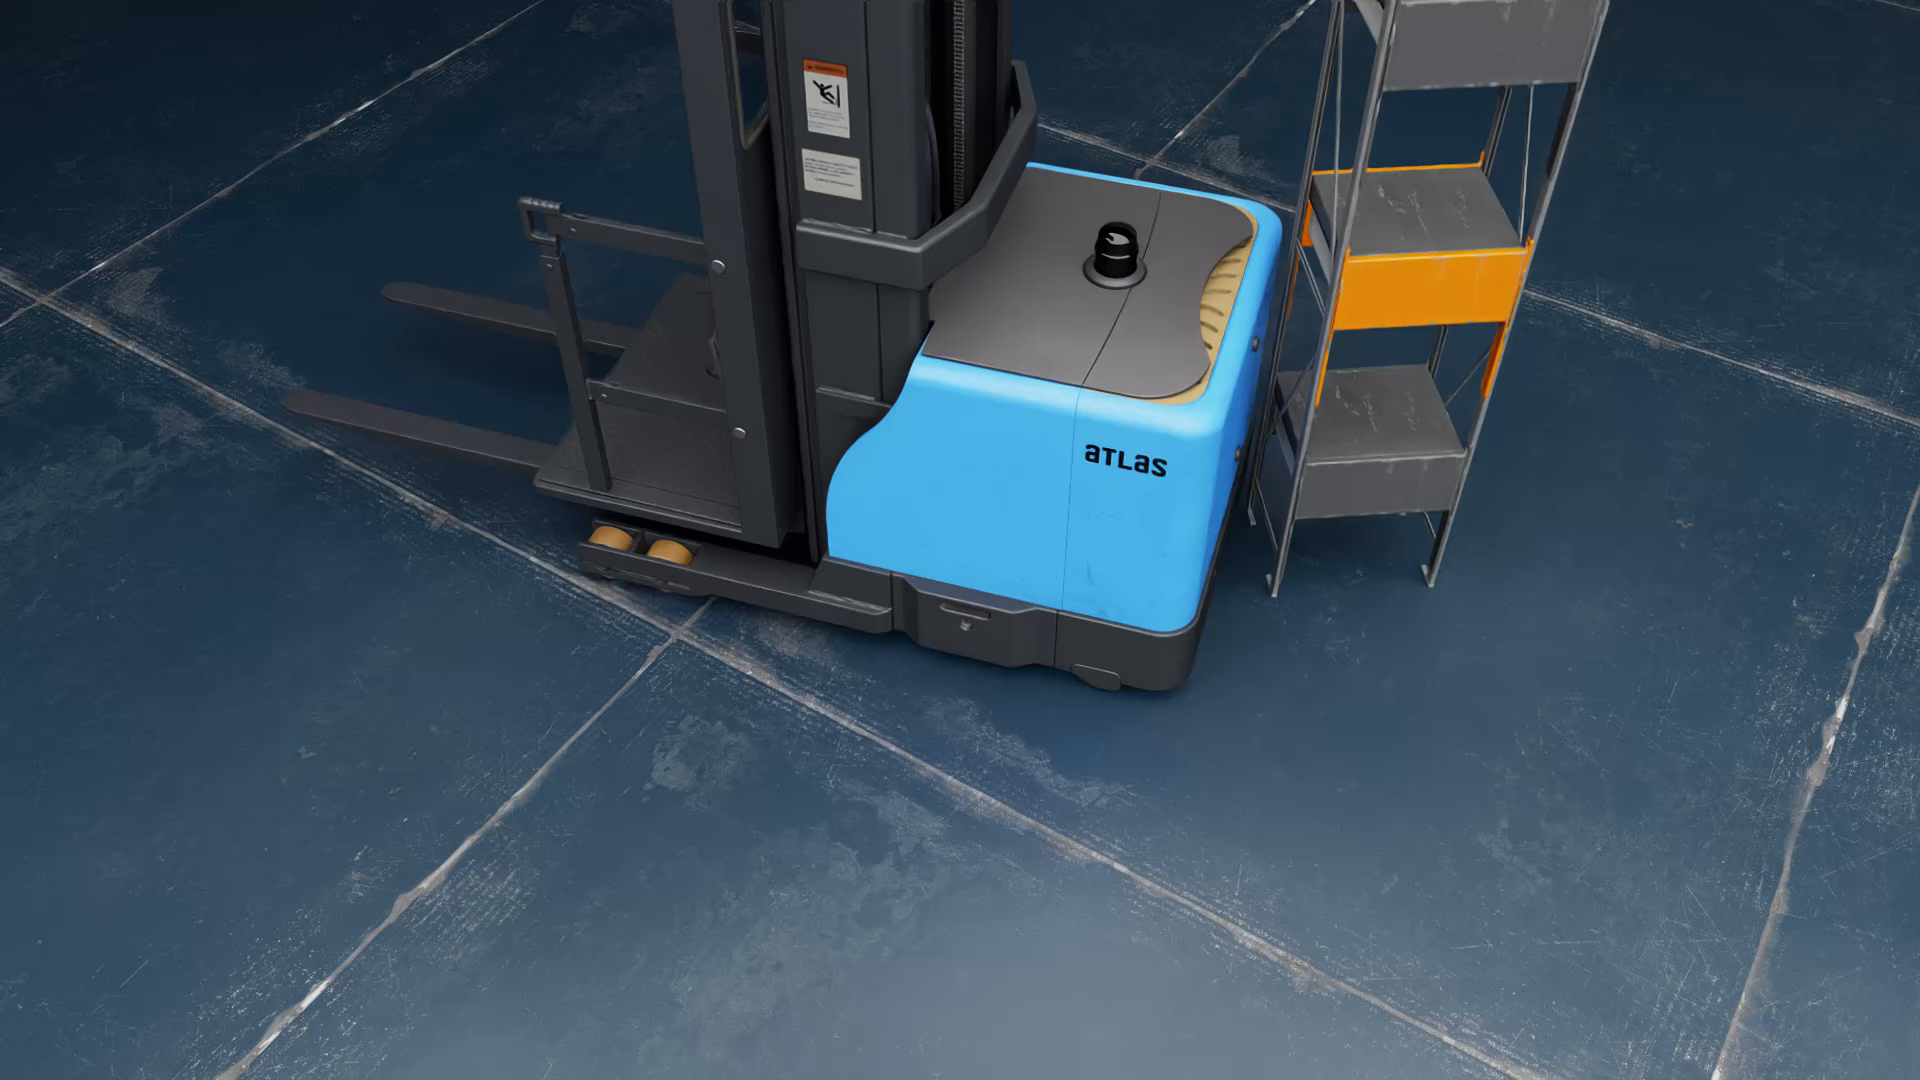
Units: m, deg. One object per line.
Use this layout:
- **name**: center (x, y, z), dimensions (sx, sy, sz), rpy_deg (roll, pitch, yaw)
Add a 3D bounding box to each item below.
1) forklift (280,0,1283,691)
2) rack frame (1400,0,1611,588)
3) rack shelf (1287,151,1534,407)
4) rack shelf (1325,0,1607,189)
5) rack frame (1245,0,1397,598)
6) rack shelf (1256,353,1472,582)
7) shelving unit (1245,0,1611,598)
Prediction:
- **forklift**: center (-0.654, -1.207, 4.379), dimensions (3.031, 2.935, 1.130), rpy_deg (13, 47, 12)
- **rack frame**: center (1.429, -0.727, 4.491), dimensions (0.015, 2.100, 0.400), rpy_deg (-3, 46, -3)
- **rack shelf**: center (1.186, -0.702, 4.487), dimensions (0.480, 0.518, 0.431), rpy_deg (-3, 46, -3)
- **rack shelf**: center (1.186, -1.189, 3.984), dimensions (0.480, 0.518, 0.431), rpy_deg (-3, 46, -3)
- **rack frame**: center (0.942, -0.697, 4.463), dimensions (0.015, 2.100, 0.400), rpy_deg (-3, 46, -3)
- **rack shelf**: center (1.186, -0.215, 4.990), dimensions (0.480, 0.518, 0.431), rpy_deg (-3, 46, -3)
- **shelving unit**: center (1.186, -0.712, 4.477), dimensions (0.503, 2.100, 0.431), rpy_deg (-3, 46, -3)
